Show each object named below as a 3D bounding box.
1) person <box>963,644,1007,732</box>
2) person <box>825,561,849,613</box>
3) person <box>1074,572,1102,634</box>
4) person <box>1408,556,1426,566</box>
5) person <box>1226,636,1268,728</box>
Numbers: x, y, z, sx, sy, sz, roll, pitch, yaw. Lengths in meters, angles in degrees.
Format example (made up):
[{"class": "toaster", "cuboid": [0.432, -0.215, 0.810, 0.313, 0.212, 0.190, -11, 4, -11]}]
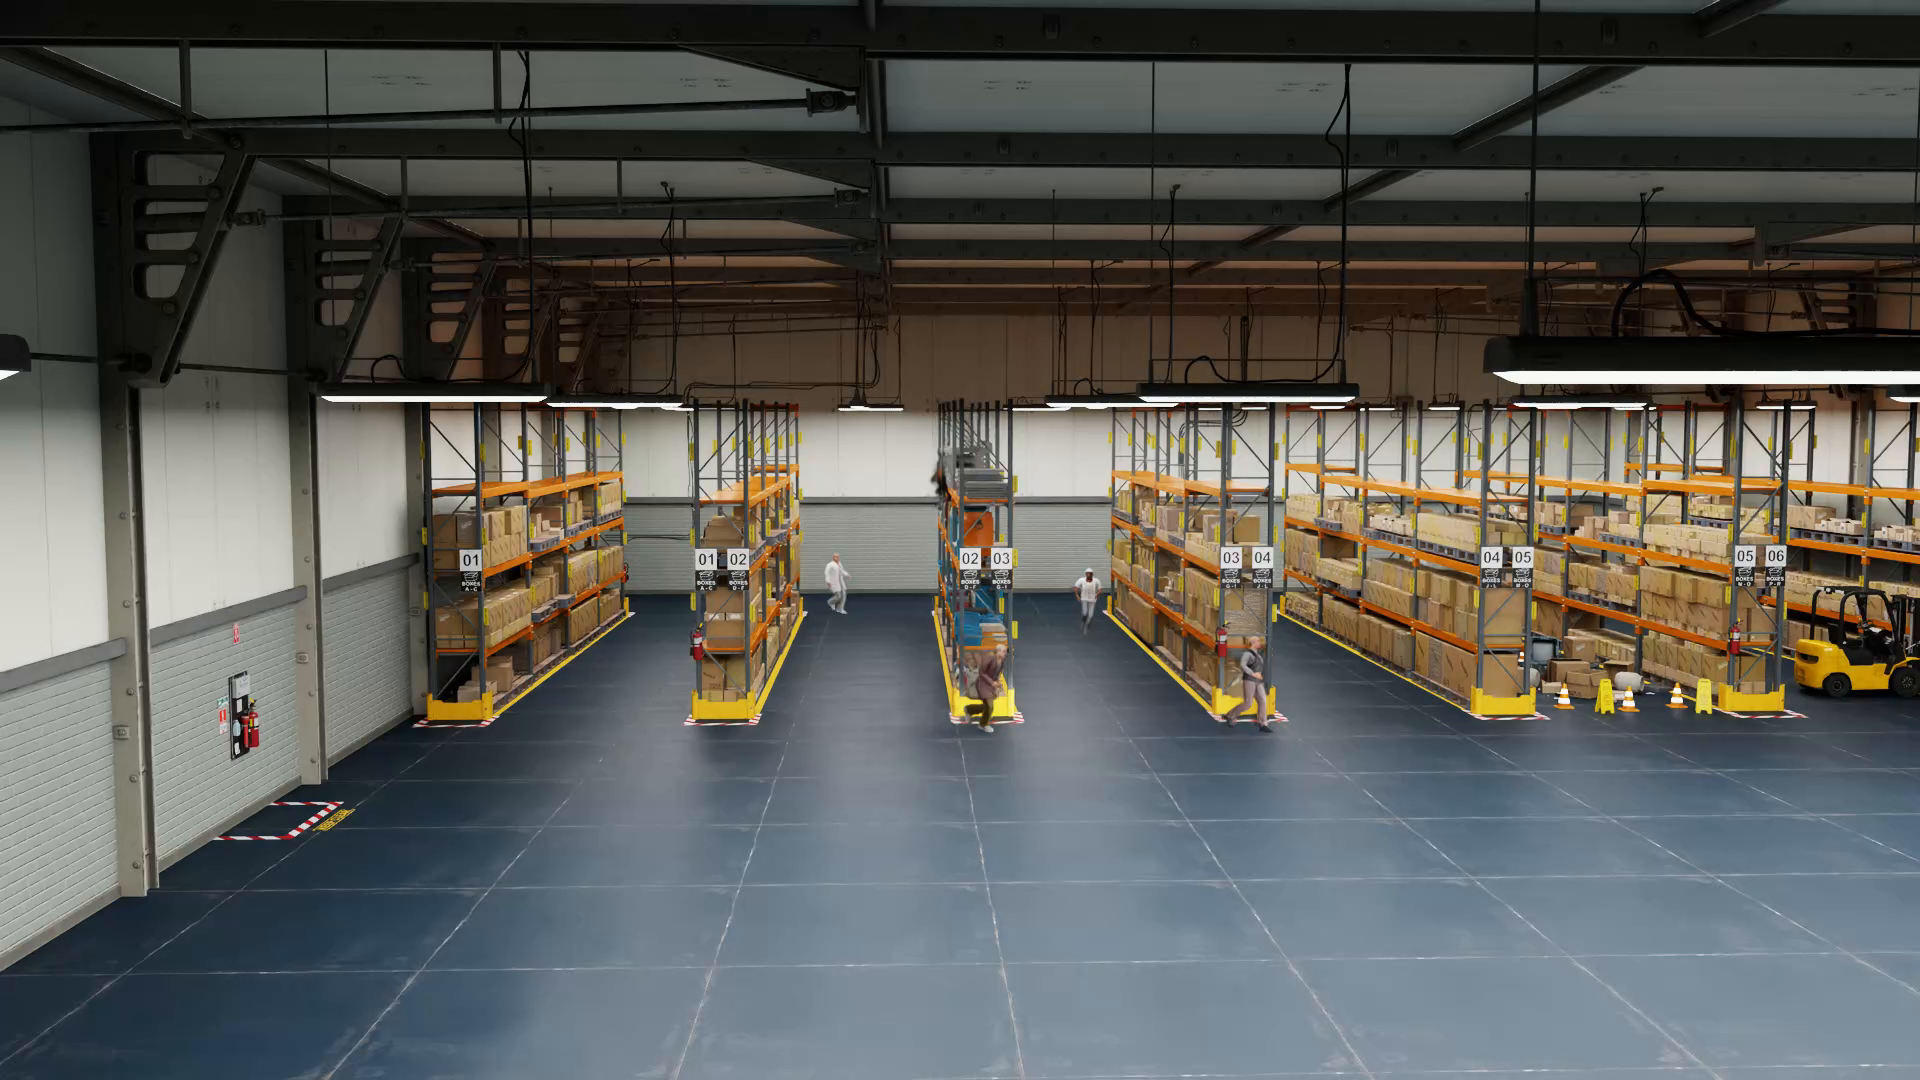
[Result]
[{"class": "person", "cuboid": [0.461, 2.647, 30.025, 0.918, 1.614, 0.678, 3, 5, 36]}, {"class": "person", "cuboid": [-3.605, 1.351, 47.769, 0.646, 1.556, 0.820, 4, 6, 39]}, {"class": "person", "cuboid": [3.337, 1.605, 43.145, 0.703, 1.678, 0.575, 0, 4, -4]}, {"class": "person", "cuboid": [13.377, 1.096, 49.093, 0.955, 1.771, 0.660, -1, 4, -14]}, {"class": "person", "cuboid": [5.279, 2.556, 30.079, 0.774, 1.633, 0.616, 3, 5, 35]}]
